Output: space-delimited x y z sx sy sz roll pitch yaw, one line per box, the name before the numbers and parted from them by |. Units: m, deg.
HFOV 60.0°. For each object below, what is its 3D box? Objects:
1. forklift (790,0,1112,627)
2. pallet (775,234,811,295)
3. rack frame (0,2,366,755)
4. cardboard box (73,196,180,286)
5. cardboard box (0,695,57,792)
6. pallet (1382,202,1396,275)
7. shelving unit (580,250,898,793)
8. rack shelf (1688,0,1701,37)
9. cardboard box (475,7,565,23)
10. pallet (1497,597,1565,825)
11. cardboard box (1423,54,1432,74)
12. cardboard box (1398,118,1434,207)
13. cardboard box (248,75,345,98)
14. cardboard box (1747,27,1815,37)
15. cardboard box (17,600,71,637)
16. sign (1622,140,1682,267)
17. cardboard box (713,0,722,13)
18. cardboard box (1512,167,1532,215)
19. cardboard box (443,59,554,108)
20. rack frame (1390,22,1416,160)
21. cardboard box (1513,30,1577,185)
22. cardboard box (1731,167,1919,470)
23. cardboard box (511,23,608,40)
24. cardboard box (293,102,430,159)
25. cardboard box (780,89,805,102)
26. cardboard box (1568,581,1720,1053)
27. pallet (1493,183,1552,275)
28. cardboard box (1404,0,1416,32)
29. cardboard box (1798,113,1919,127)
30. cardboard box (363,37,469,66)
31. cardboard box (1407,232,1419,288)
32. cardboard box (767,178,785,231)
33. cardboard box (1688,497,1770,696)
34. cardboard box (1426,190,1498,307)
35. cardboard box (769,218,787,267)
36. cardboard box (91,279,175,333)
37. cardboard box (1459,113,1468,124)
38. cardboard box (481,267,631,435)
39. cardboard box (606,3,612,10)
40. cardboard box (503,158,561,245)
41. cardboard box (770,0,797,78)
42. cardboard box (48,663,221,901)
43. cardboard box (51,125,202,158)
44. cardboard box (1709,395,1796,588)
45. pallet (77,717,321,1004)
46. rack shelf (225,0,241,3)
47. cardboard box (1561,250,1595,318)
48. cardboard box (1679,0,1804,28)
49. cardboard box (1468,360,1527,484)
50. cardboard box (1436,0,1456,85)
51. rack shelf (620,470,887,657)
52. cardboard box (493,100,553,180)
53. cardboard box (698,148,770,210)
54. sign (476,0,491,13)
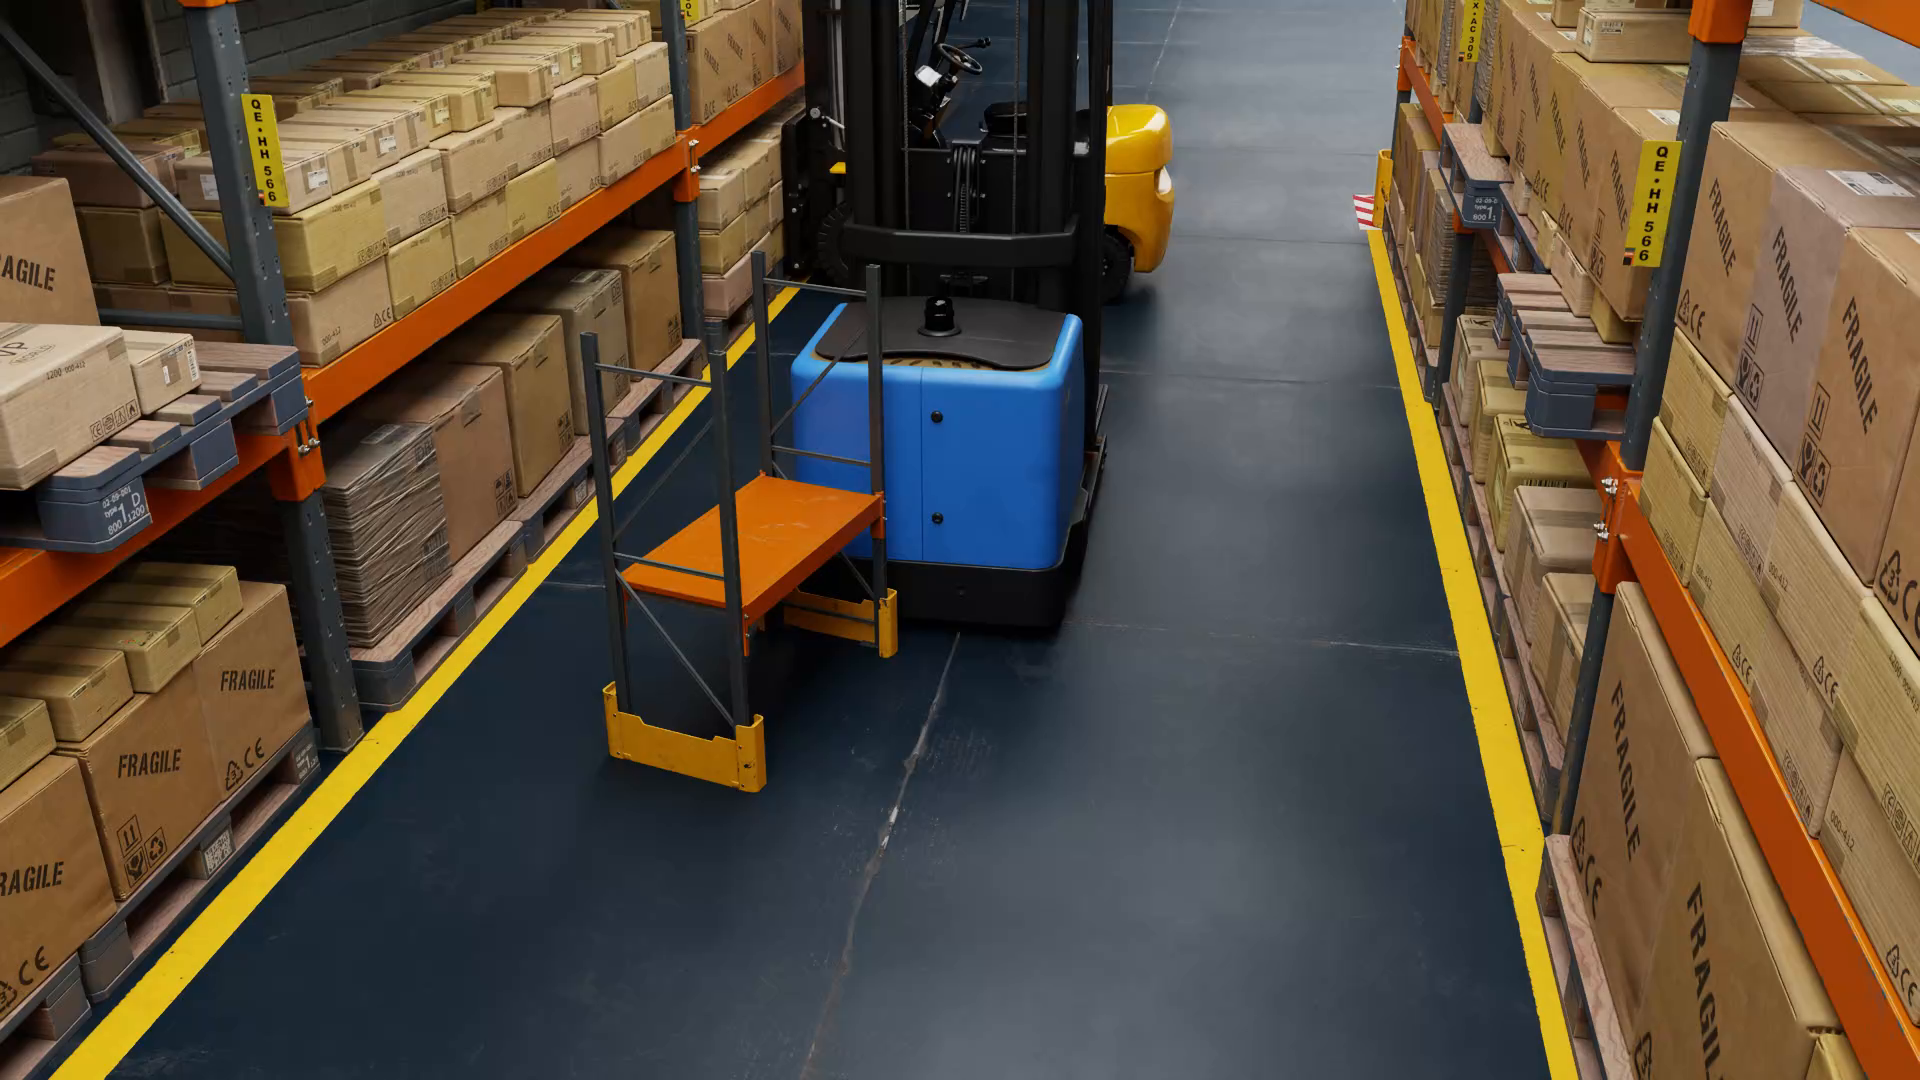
forklift | 0.102 -1.591 7.192 1.130 2.935 3.031 4 25 8
pallet | -1.552 -1.936 11.137 1.003 0.211 1.213 4 25 9
rack frame | -2.574 -0.684 5.174 1.000 3.000 0.127 4 25 9
cardboard box | -2.775 -1.050 5.542 0.500 0.250 0.500 5 25 10
cardboard box | -2.594 0.518 4.292 0.380 0.149 0.250 5 26 10
pallet | 3.450 -2.056 11.393 1.003 0.211 1.213 4 25 9
shelving unit | -0.718 -0.104 5.703 0.587 1.500 1.083 11 27 22
rack shelf | 2.650 -2.211 5.746 1.077 0.370 4.000 4 25 9
cardboard box | -2.190 -2.564 8.307 0.380 0.149 0.250 3 25 7
pallet | 2.452 0.594 5.732 1.003 0.211 1.213 4 25 9
cardboard box | 3.124 -3.021 10.462 0.380 0.149 0.250 5 25 10
cardboard box | 3.141 -2.425 10.757 0.500 0.500 0.500 3 25 7
cardboard box | -2.637 -1.716 6.496 0.380 0.149 0.250 4 25 8
cardboard box | 2.958 -1.753 6.493 0.500 0.500 0.500 5 26 10
cardboard box | -2.967 0.160 5.057 0.380 0.149 0.250 5 26 11
sign | 1.786 -0.864 4.286 0.100 0.325 0.005 4 25 9
cardboard box | -1.553 -3.031 9.304 0.380 0.149 0.250 4 25 8
cardboard box | 2.334 -1.339 6.373 0.380 0.149 0.250 5 26 11
cardboard box | -1.904 -1.885 6.857 0.380 0.149 0.250 3 25 7
rack frame | 3.631 -3.688 11.591 1.000 3.000 0.127 4 25 9
cardboard box | 2.368 -1.578 6.119 0.500 0.500 0.500 3 25 6
cardboard box | 1.930 -0.443 3.360 0.500 0.500 0.500 4 25 9
cardboard box | -1.874 -2.330 7.807 0.380 0.149 0.250 4 25 8
cardboard box | -2.143 -1.468 5.964 0.380 0.149 0.250 4 25 9
cardboard box | -1.112 -3.000 11.689 0.500 0.250 0.500 4 25 9
cardboard box | 2.128 0.713 4.199 0.875 0.875 0.875 4 25 8
pallet | 2.606 -1.086 6.258 1.003 0.211 1.213 4 25 9
cardboard box | 3.279 -3.689 11.124 0.500 0.500 0.500 4 25 8
cardboard box | 2.625 -0.884 4.637 0.500 0.500 0.500 3 25 7
cardboard box | -2.414 -2.141 7.402 0.380 0.149 0.250 4 25 8
cardboard box | 2.973 -1.662 10.010 0.500 0.250 0.500 4 25 9
cardboard box | -1.363 -2.130 10.420 0.500 0.250 0.500 4 25 8
cardboard box | 1.928 0.129 3.613 0.500 0.250 0.500 3 25 7
cardboard box | 2.809 -1.566 8.920 0.500 0.500 0.500 4 25 8
cardboard box | -1.379 -1.911 10.543 0.500 0.250 0.500 4 25 9
cardboard box | -2.753 -0.822 5.645 0.500 0.250 0.500 3 25 7
cardboard box | 2.729 -2.057 8.402 0.380 0.149 0.250 4 25 8
cardboard box | -2.129 -0.929 8.002 0.875 0.625 0.625 4 25 8
cardboard box | -2.115 -2.956 9.144 0.380 0.149 0.250 3 25 7
cardboard box | -2.010 -1.428 6.939 0.500 0.250 0.500 5 26 10
cardboard box | -1.337 -3.210 10.451 0.500 0.500 0.500 4 25 9
cardboard box | -2.524 0.658 4.760 0.500 0.500 0.500 4 25 8
cardboard box | -2.788 -1.291 5.586 0.380 0.149 0.250 5 25 10
cardboard box | 1.911 -0.090 3.491 0.500 0.250 0.500 5 25 10
pallet | -2.734 0.888 5.104 1.003 0.211 1.213 4 25 9
rack shelf | -2.248 -2.554 6.478 1.077 0.370 4.000 4 25 9
cardboard box | 2.114 -0.798 5.217 0.380 0.149 0.250 4 25 8
cardboard box | 3.003 -2.065 6.394 0.380 0.149 0.250 3 25 6
cardboard box | 2.779 -0.495 7.373 0.950 0.372 0.625 6 26 12
cardboard box | 2.962 -2.831 9.291 0.500 0.500 0.500 5 25 10
rack shelf | -0.715 0.056 5.786 0.538 0.185 1.000 11 27 22
cardboard box | -2.016 -1.654 6.833 0.500 0.250 0.500 4 25 9
cardboard box | -1.439 -2.149 9.871 0.500 0.250 0.500 4 25 9
sign | -2.469 -2.823 8.629 0.100 0.325 0.005 4 25 9
